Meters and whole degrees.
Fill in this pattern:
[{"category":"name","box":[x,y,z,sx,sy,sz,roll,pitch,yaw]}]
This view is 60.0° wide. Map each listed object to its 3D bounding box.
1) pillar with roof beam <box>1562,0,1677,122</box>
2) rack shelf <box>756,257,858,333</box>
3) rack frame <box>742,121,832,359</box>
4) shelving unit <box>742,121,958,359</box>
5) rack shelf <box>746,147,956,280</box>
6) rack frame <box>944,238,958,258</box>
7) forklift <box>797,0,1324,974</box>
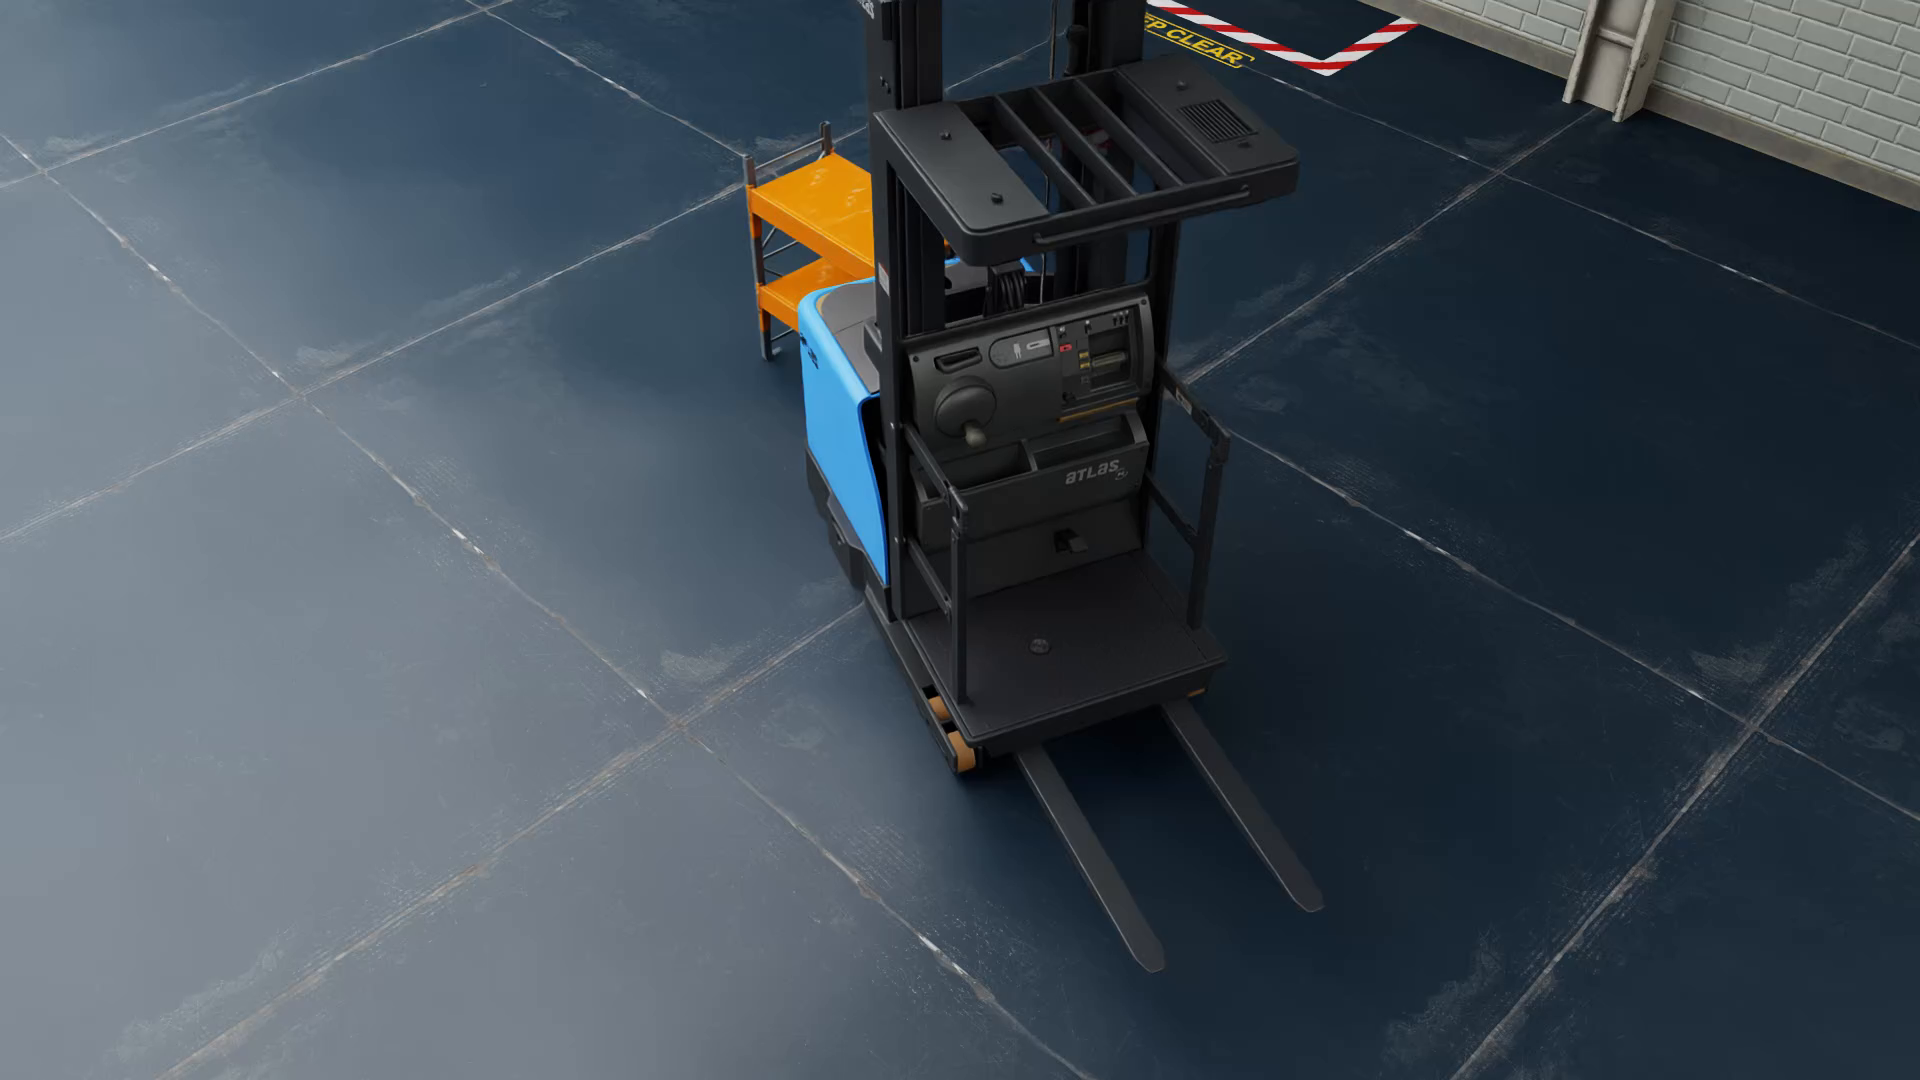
[{"category":"pillar with roof beam","box":[0.935,-3.948,5.009,9.100,9.000,0.400,-34,53,-31]},{"category":"rack shelf","box":[-0.457,-1.011,7.993,0.538,0.278,1.000,-32,52,-30]},{"category":"rack frame","box":[-0.803,-1.444,8.101,0.500,1.125,0.032,-32,52,-30]},{"category":"shelving unit","box":[-0.457,-1.191,7.827,0.538,1.125,1.048,-32,52,-30]},{"category":"rack shelf","box":[-0.457,-1.406,7.629,0.538,0.278,1.000,-32,52,-30]},{"category":"rack frame","box":[-0.111,-0.938,7.554,0.500,1.125,0.032,-32,52,-30]},{"category":"forklift","box":[0.348,-0.515,5.765,1.130,2.935,3.031,-16,45,-17]}]
